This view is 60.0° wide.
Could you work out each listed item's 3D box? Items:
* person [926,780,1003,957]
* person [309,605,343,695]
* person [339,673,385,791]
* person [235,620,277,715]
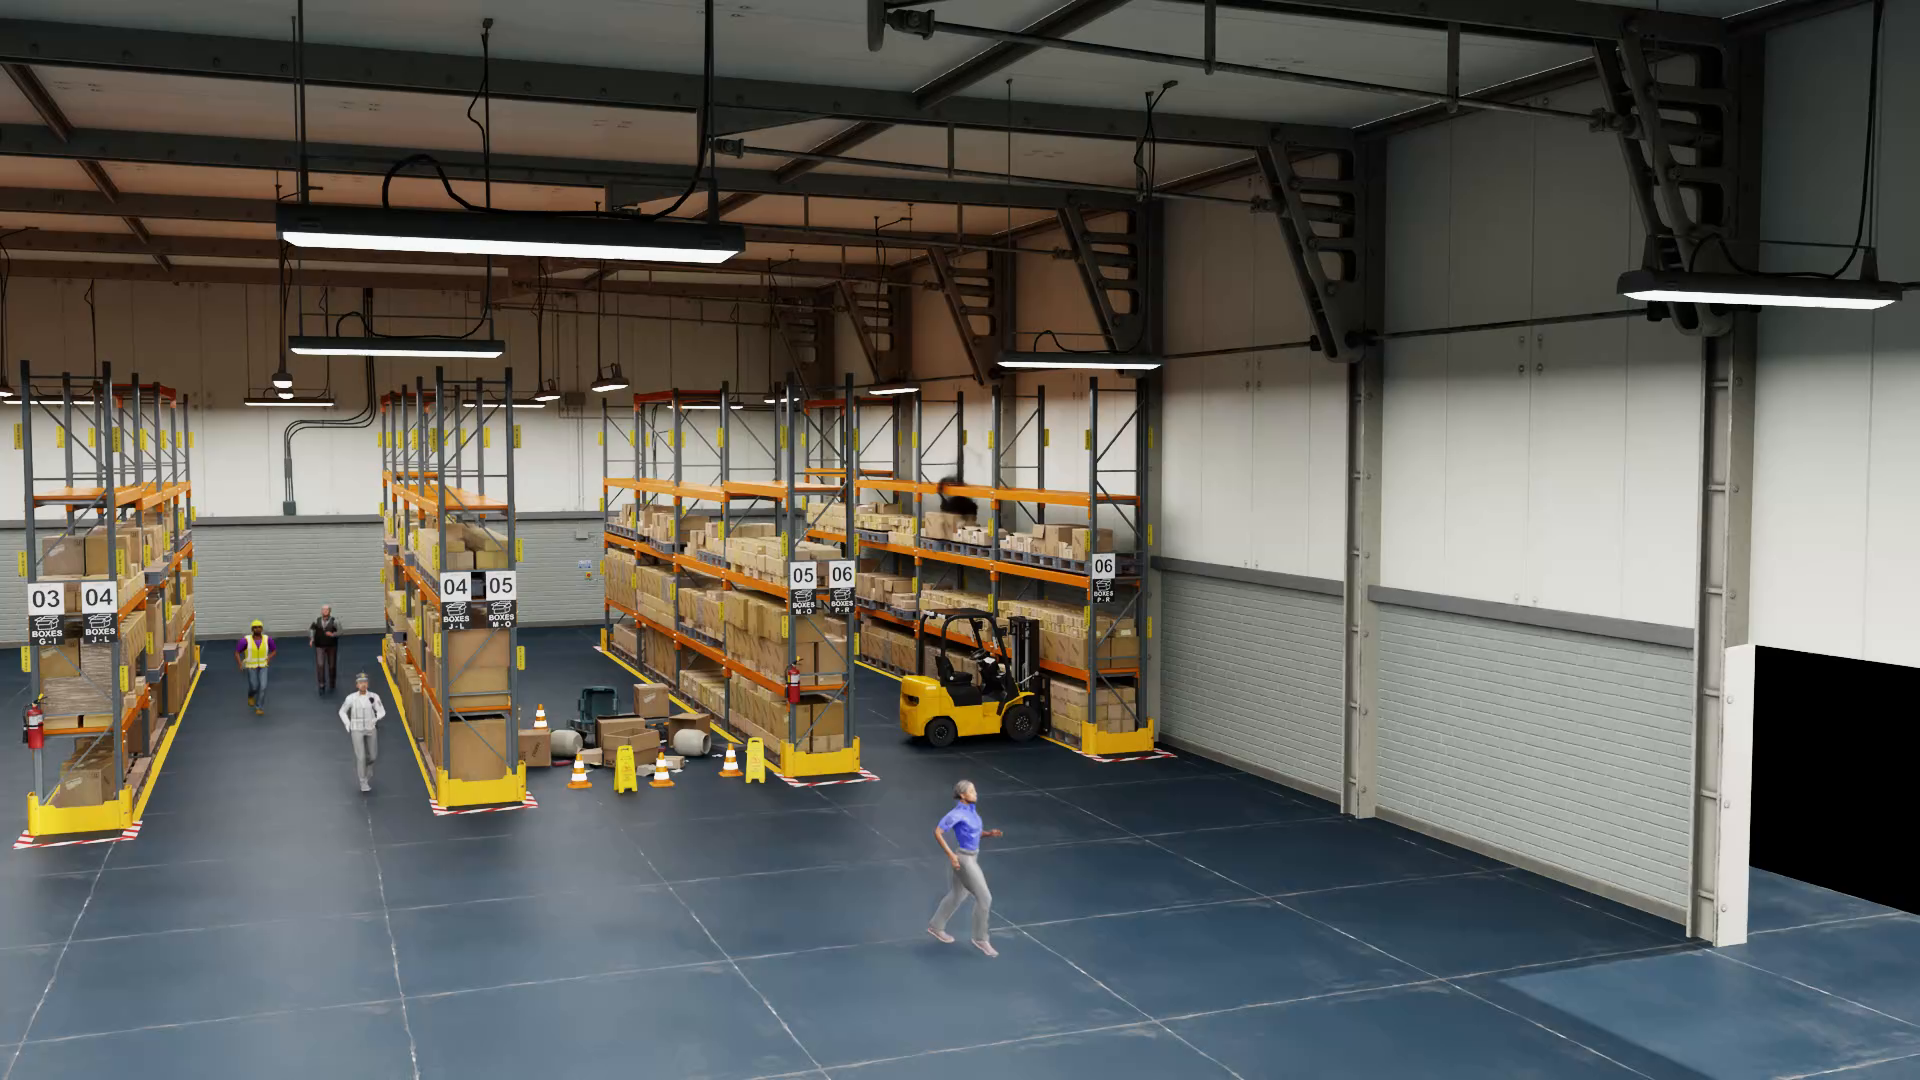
[{"bbox_3d":[0.032,3.203,16.249,0.779,1.703,0.538,1,3,10],"label":"person"},{"bbox_3d":[-12.519,2.137,32.846,0.658,1.715,0.947,-1,4,-16],"label":"person"},{"bbox_3d":[-8.582,2.731,23.900,0.625,1.660,0.767,-2,4,-26],"label":"person"},{"bbox_3d":[-12.825,2.318,30.336,0.718,1.724,0.610,-2,4,-33],"label":"person"}]
